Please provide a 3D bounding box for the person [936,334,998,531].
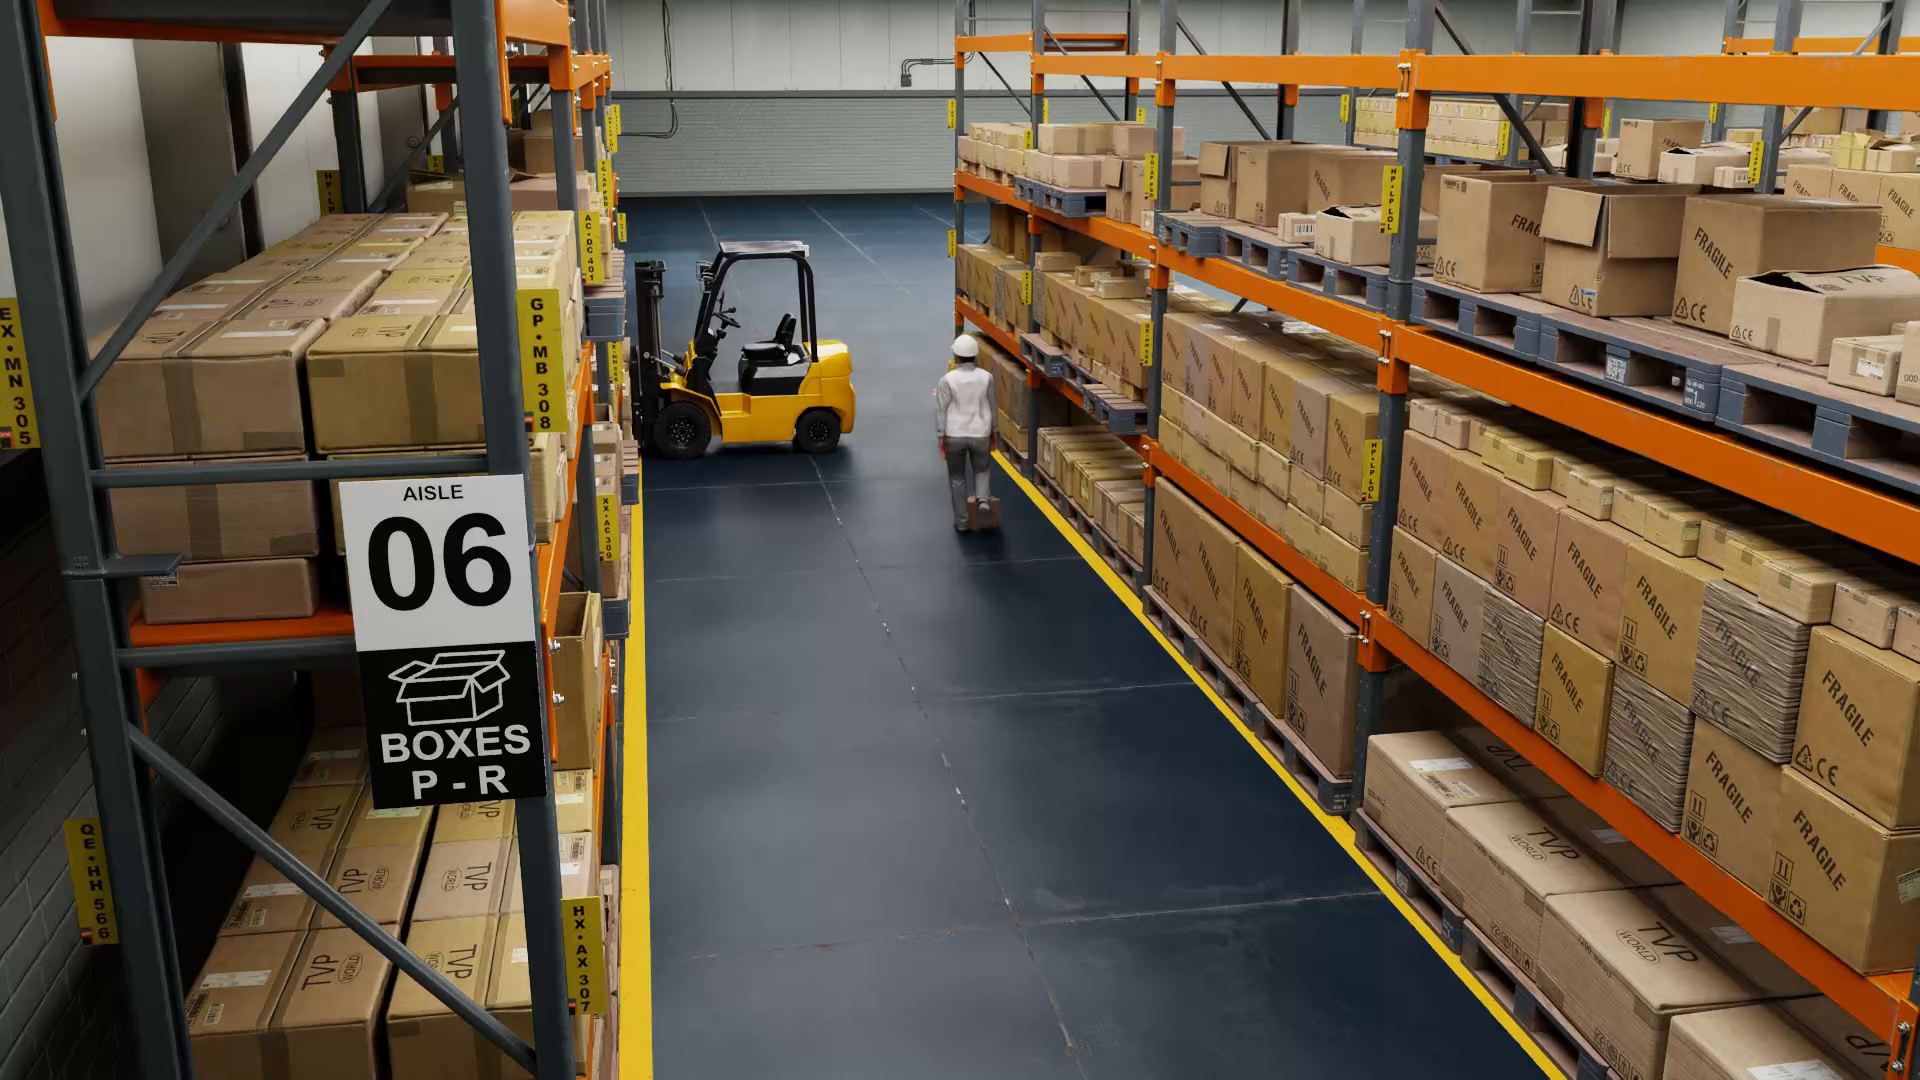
[{"bbox_3d":[0.064,-0.918,14.565,0.565,1.759,0.632,-3,16,-9],"label":"person"}]
